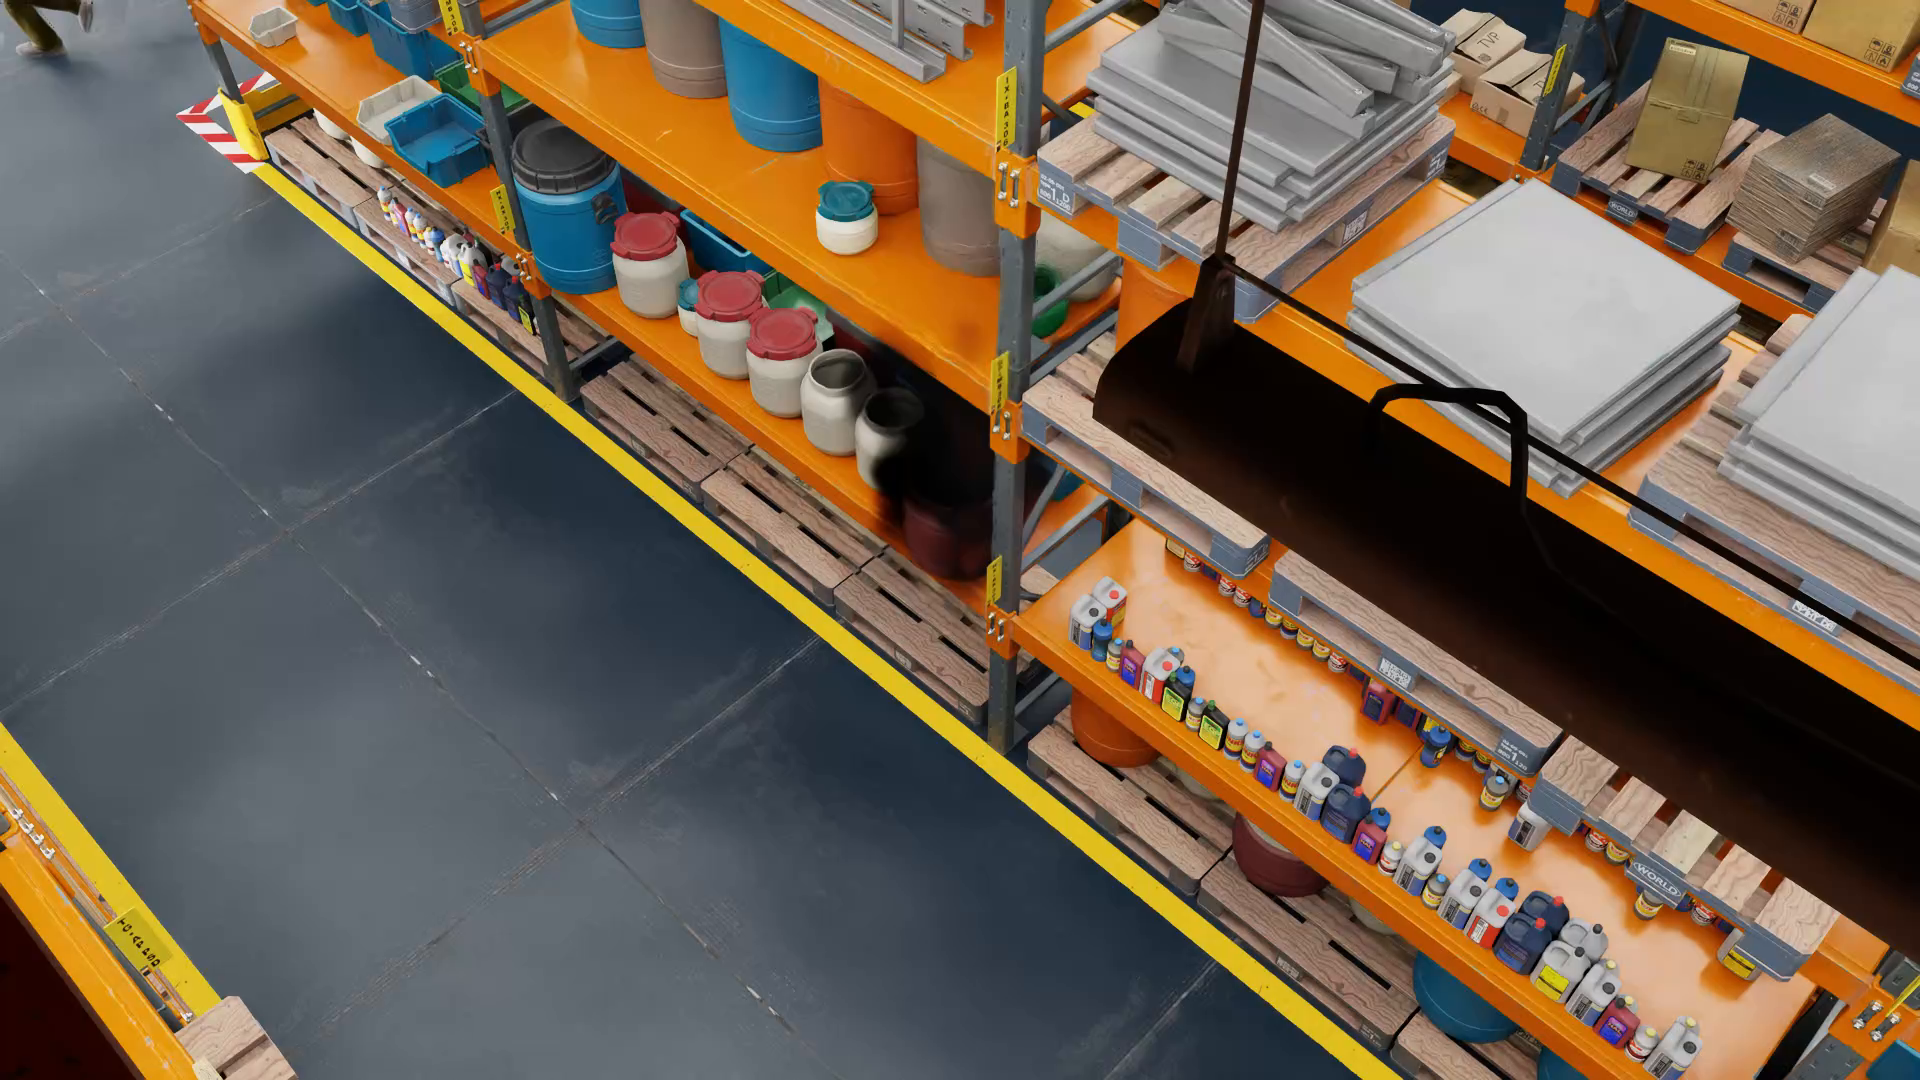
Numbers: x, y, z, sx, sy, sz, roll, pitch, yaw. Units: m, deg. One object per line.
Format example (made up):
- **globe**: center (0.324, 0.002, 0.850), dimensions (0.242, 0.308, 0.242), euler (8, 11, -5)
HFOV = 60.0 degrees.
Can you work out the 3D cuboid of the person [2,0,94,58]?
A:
- **person**: center (-7.409, -4.595, 13.118), dimensions (0.731, 1.753, 0.701), euler (-13, 51, -11)
